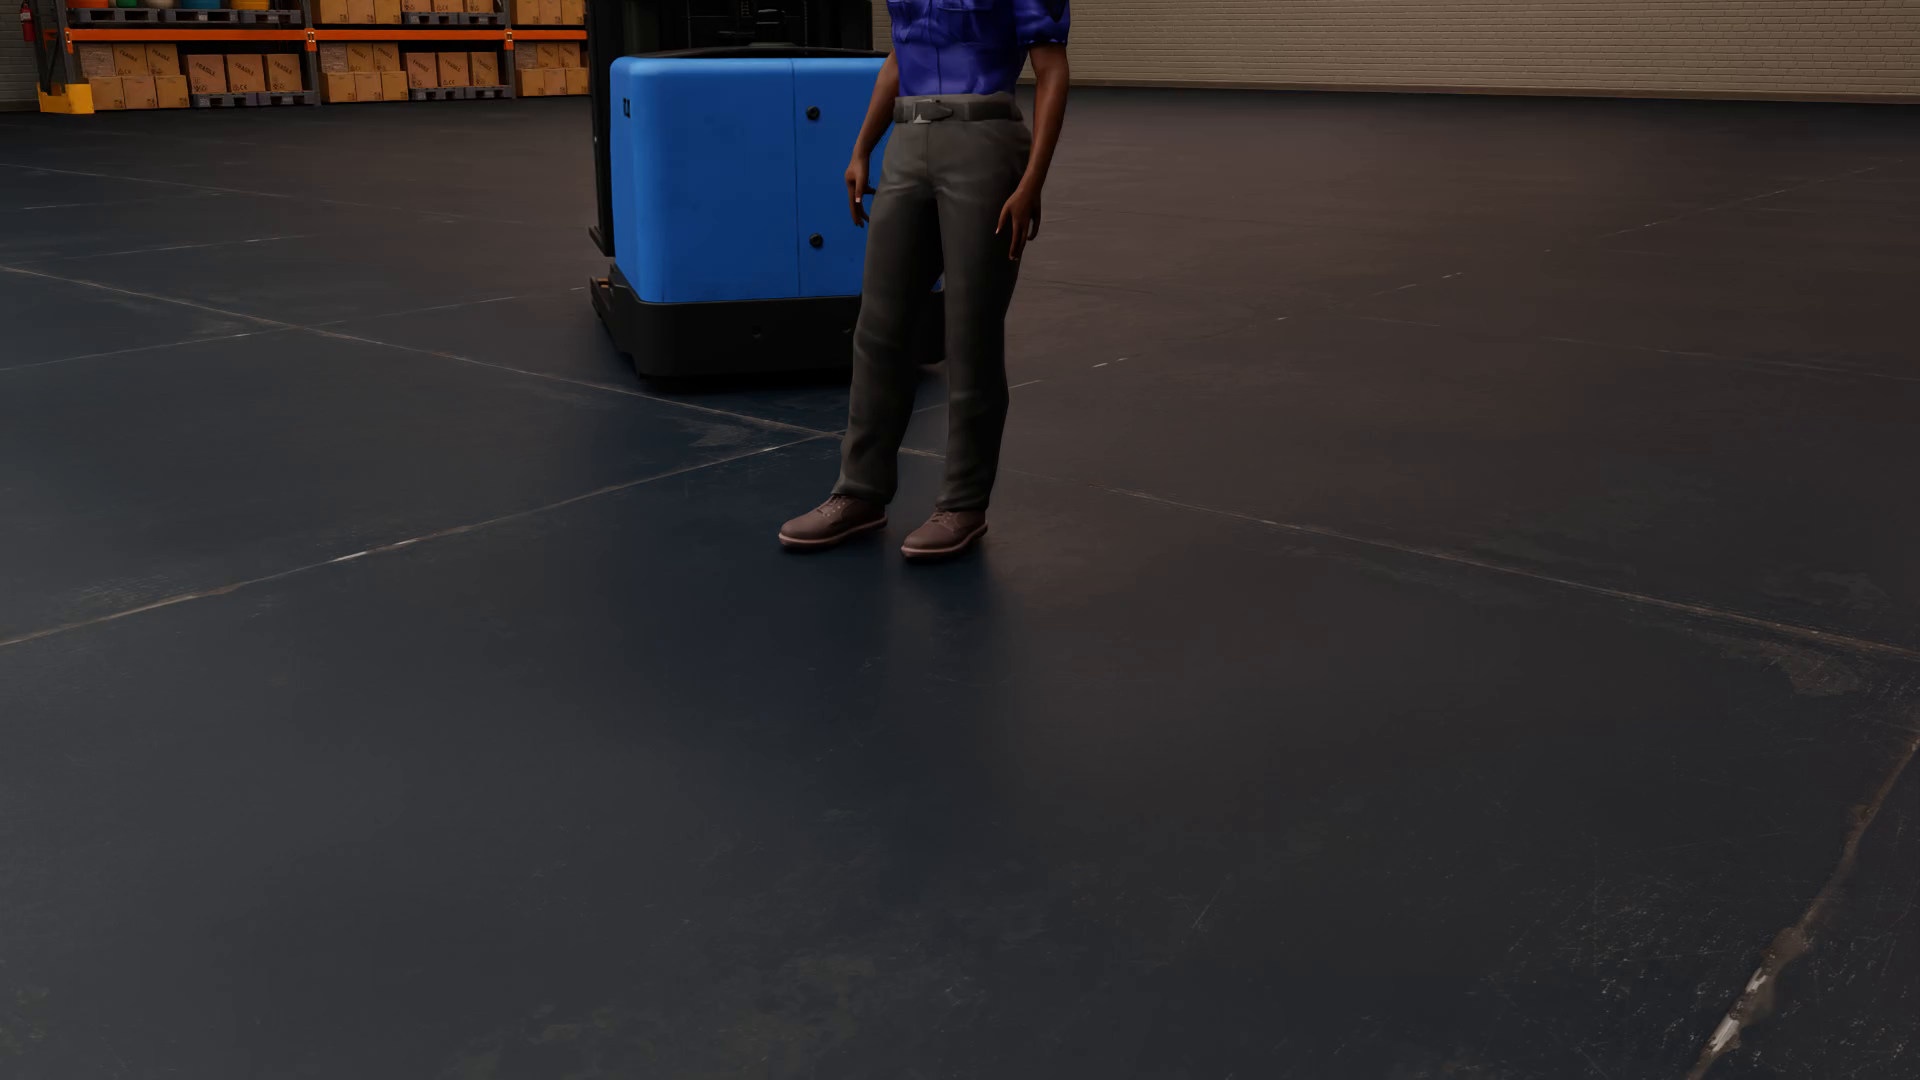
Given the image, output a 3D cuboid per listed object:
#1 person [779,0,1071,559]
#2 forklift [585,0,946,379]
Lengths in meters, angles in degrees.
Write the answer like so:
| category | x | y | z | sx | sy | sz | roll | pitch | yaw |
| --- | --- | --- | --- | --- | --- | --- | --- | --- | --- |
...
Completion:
| category | x | y | z | sx | sy | sz | roll | pitch | yaw |
| --- | --- | --- | --- | --- | --- | --- | --- | --- | --- |
| person | -0.071 | -0.782 | 3.647 | 0.570 | 1.654 | 0.504 | 13 | 21 | 37 |
| forklift | -0.948 | -2.326 | 6.556 | 1.130 | 2.935 | 3.031 | -5 | 18 | -15 |
